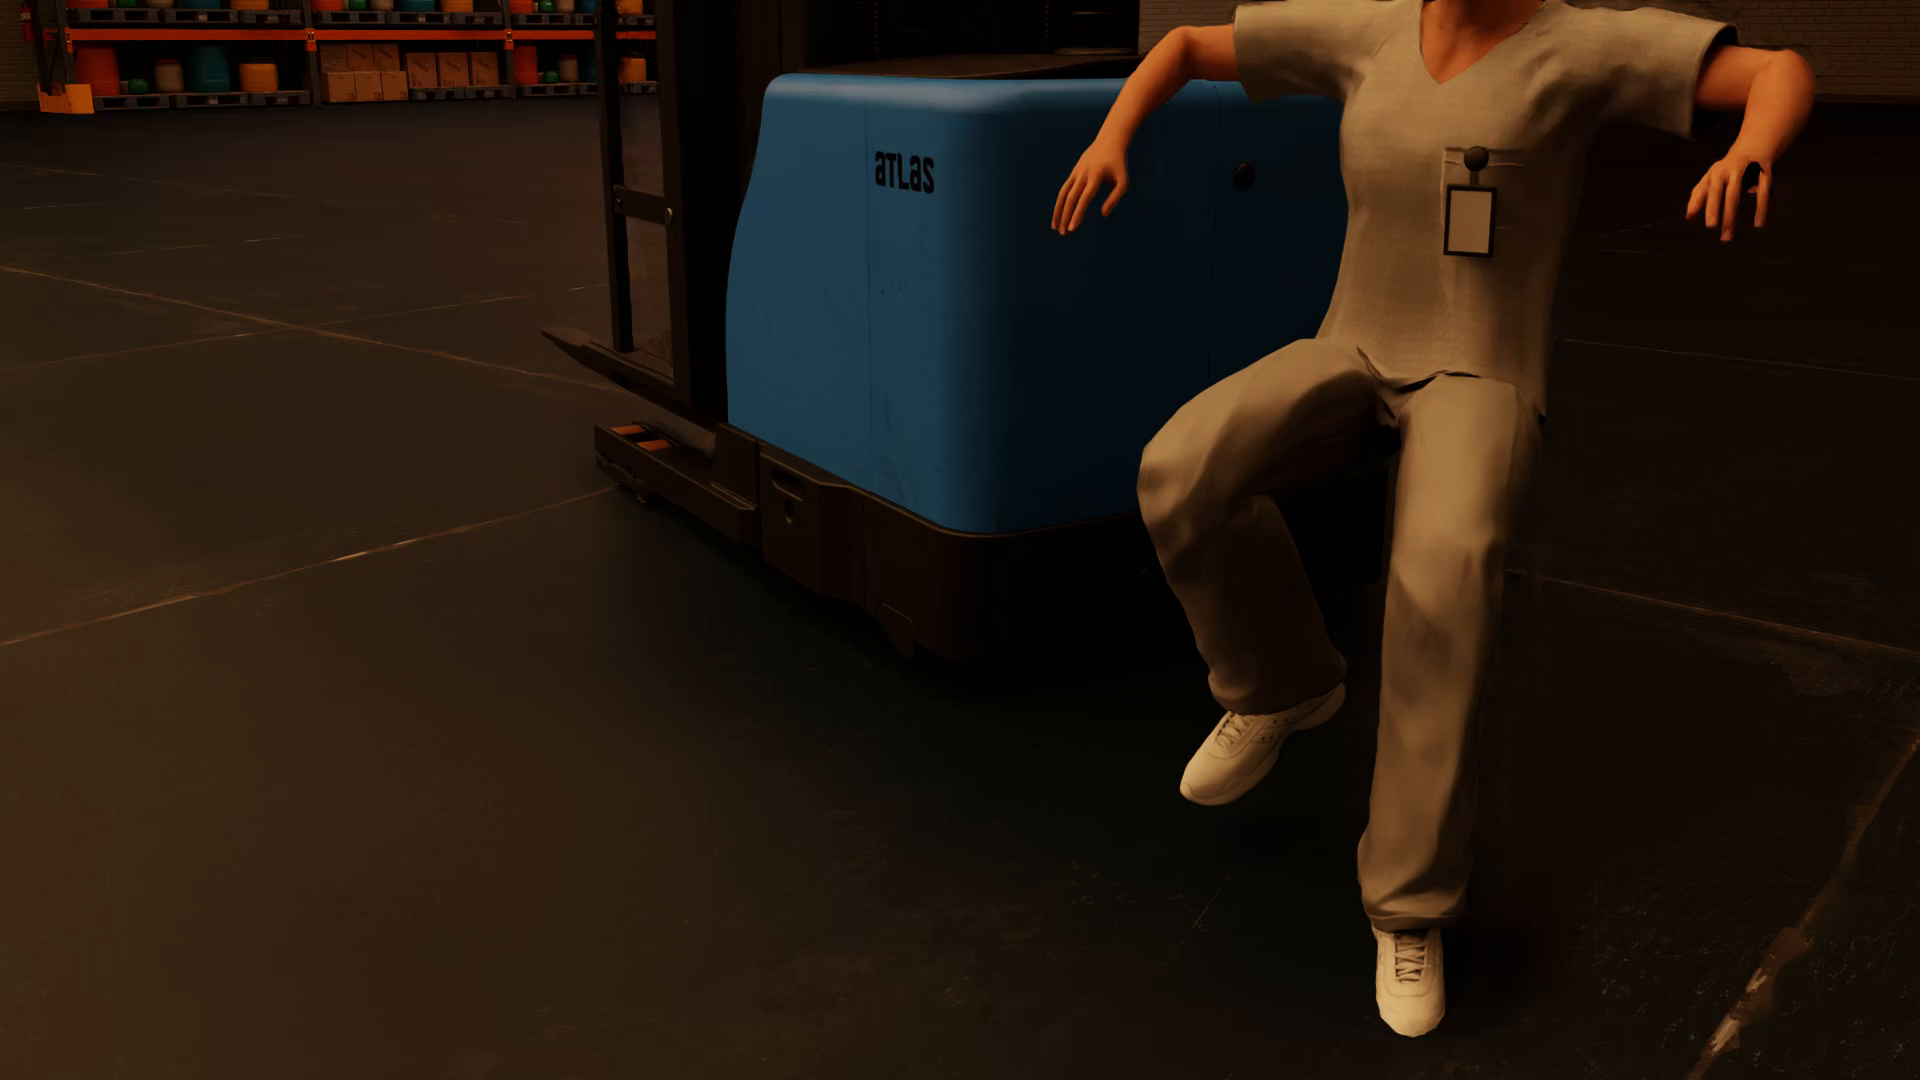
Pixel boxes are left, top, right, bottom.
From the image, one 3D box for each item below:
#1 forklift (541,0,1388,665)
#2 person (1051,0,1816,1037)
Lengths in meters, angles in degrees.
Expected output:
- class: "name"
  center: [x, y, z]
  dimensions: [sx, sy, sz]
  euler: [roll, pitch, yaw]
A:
- class: "forklift"
  center: [-0.312, -1.555, 4.018]
  dimensions: [1.130, 2.935, 3.031]
  euler: [-10, 19, -29]
- class: "person"
  center: [0.570, -0.200, 2.200]
  dimensions: [0.915, 1.479, 0.756]
  euler: [12, 21, 35]
